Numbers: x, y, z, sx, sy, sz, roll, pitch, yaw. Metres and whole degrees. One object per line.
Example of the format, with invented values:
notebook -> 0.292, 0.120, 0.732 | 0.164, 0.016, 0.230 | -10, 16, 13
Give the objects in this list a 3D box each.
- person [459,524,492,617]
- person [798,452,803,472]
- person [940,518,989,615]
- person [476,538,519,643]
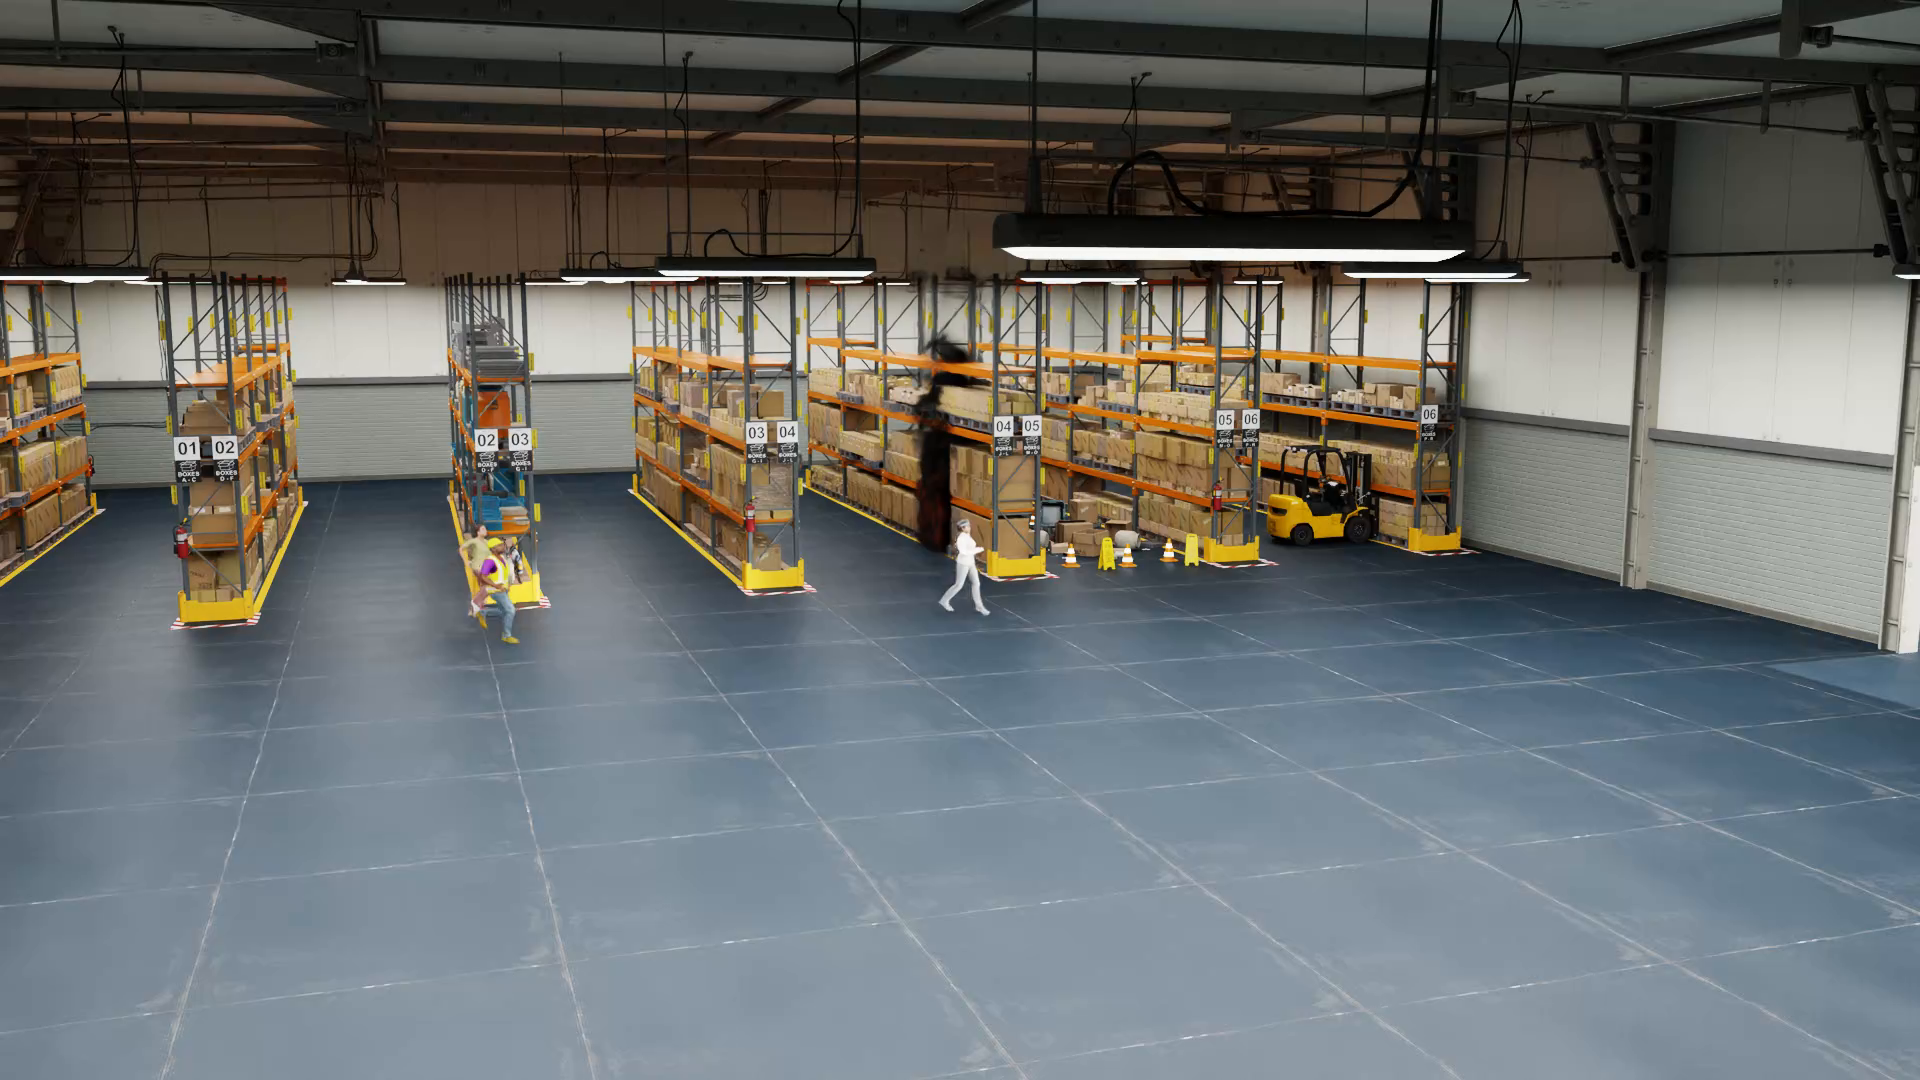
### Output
person -> -8.385, 0.526, 29.226 | 0.577, 1.626, 0.602 | 3, 9, 17
person -> -4.563, -1.850, 44.757 | 0.680, 1.679, 0.643 | -1, 9, -8
person -> 0.084, 0.457, 29.328 | 0.892, 1.712, 0.599 | 3, 9, 21
person -> -7.568, 0.820, 27.068 | 0.736, 1.723, 0.702 | 0, 9, 2
